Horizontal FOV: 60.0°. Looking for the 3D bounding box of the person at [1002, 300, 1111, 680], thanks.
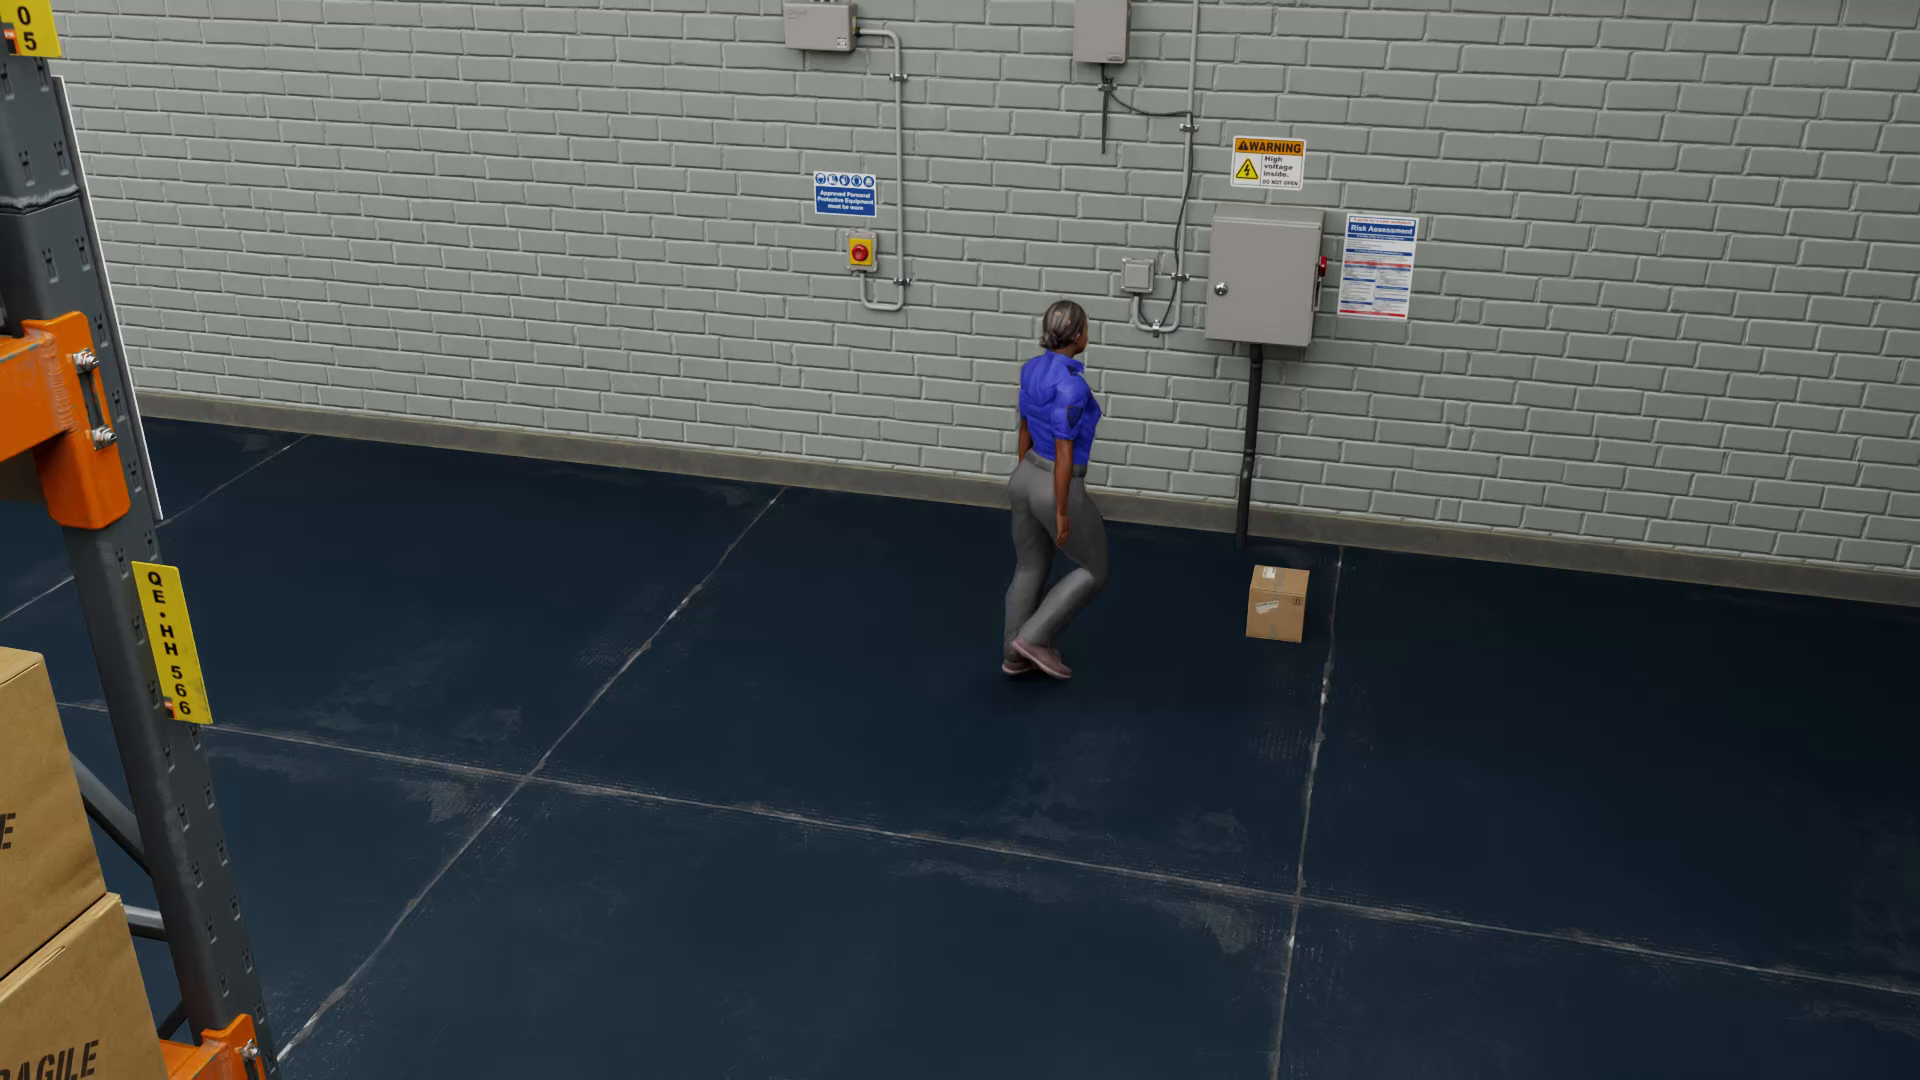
[{"bbox_3d":[0.371,-0.187,6.981,0.452,1.648,0.495,-14,29,-27],"label":"person"}]
